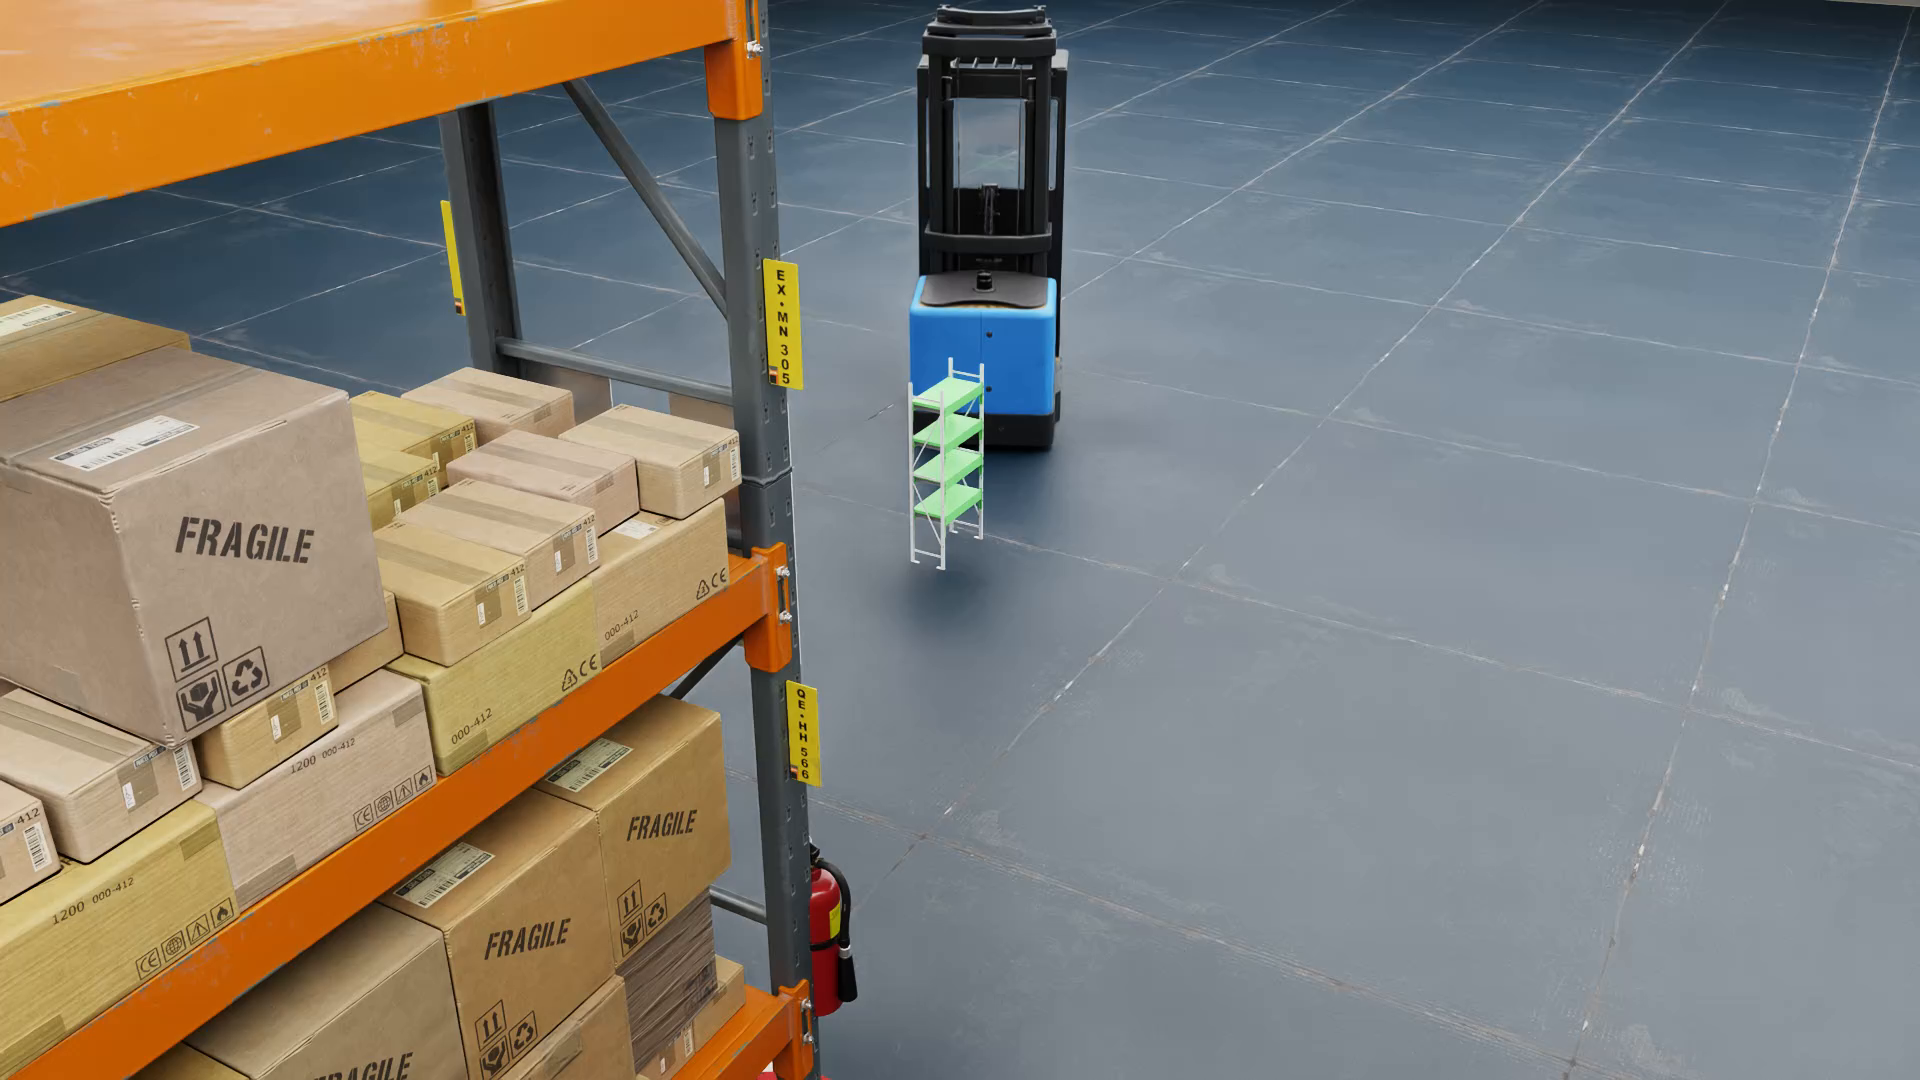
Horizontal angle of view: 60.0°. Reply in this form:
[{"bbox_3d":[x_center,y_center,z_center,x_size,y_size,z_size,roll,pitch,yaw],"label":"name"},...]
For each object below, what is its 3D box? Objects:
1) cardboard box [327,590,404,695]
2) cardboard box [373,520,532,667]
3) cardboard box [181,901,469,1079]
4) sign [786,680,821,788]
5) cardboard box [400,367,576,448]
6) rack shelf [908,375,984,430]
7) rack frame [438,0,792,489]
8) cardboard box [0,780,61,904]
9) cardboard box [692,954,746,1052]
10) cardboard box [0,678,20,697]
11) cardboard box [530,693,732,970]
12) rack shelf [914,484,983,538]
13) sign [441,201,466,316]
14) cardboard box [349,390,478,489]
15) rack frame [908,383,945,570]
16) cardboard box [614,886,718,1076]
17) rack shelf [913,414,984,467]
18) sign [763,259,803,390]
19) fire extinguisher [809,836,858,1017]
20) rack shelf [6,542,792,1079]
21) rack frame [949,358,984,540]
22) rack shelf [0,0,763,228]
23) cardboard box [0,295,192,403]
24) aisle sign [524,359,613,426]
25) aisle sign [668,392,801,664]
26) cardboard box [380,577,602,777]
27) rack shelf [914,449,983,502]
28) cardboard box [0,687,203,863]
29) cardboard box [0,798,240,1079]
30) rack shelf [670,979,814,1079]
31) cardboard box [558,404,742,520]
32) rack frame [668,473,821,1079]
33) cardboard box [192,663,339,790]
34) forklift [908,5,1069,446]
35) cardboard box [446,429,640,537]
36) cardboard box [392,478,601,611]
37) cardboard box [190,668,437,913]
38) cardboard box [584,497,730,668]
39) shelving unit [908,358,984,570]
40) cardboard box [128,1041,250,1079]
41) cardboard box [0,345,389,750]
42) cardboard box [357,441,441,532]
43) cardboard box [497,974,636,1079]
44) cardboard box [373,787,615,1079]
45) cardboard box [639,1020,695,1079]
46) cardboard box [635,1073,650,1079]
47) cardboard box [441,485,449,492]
[{"bbox_3d":[-1.378,0.177,3.416,0.380,0.149,0.250,15,30,27],"label":"cardboard box"},{"bbox_3d":[-1.148,0.108,3.554,0.380,0.149,0.250,14,30,26],"label":"cardboard box"},{"bbox_3d":[-1.456,1.109,3.623,0.500,0.500,0.500,14,30,26],"label":"cardboard box"},{"bbox_3d":[-0.438,0.546,4.663,0.100,0.325,0.005,14,30,26],"label":"sign"},{"bbox_3d":[-1.248,-0.322,4.413,0.380,0.149,0.250,14,30,26],"label":"cardboard box"},{"bbox_3d":[-0.081,-0.844,10.166,0.258,0.148,0.480,14,30,26],"label":"rack shelf"},{"bbox_3d":[-0.911,-1.608,3.909,1.000,3.000,0.127,14,30,26],"label":"rack frame"},{"bbox_3d":[-1.745,0.498,2.776,0.380,0.149,0.250,15,30,27],"label":"cardboard box"},{"bbox_3d":[-0.872,1.343,4.996,0.380,0.149,0.250,14,30,26],"label":"cardboard box"},{"bbox_3d":[-2.000,0.285,3.200,0.380,0.149,0.250,14,30,26],"label":"cardboard box"},{"bbox_3d":[-0.967,0.719,4.403,0.500,0.500,0.500,14,30,26],"label":"cardboard box"},{"bbox_3d":[-0.081,-0.200,10.489,0.258,0.148,0.480,14,30,26],"label":"rack shelf"},{"bbox_3d":[-1.384,-0.777,4.624,0.100,0.325,0.005,14,30,26],"label":"sign"},{"bbox_3d":[-1.460,-0.242,4.253,0.380,0.149,0.250,15,30,27],"label":"cardboard box"},{"bbox_3d":[-0.201,-0.377,10.163,0.240,1.200,0.015,14,30,26],"label":"rack frame"},{"bbox_3d":[-1.206,1.105,4.747,0.875,0.500,0.500,14,30,26],"label":"cardboard box"},{"bbox_3d":[-0.081,-0.629,10.274,0.258,0.148,0.480,14,30,26],"label":"rack shelf"},{"bbox_3d":[-0.438,-0.533,4.123,0.100,0.325,0.005,14,30,26],"label":"sign"},{"bbox_3d":[-0.454,1.166,5.156,0.296,0.674,0.183,14,30,26],"label":"fire extinguisher"},{"bbox_3d":[-1.895,0.834,3.185,1.077,0.370,4.000,14,30,26],"label":"rack shelf"},{"bbox_3d":[0.039,-0.567,10.543,0.240,1.200,0.015,14,30,26],"label":"rack frame"},{"bbox_3d":[-1.895,-0.505,2.514,1.077,0.370,4.000,14,30,26],"label":"rack shelf"},{"bbox_3d":[-1.877,-0.149,3.343,0.500,0.500,0.500,14,30,26],"label":"cardboard box"},{"bbox_3d":[-1.142,-0.178,4.851,0.394,0.787,0.004,14,30,26],"label":"aisle sign"},{"bbox_3d":[-0.619,-0.046,4.587,0.394,0.787,0.004,14,30,26],"label":"aisle sign"},{"bbox_3d":[-1.170,0.239,3.737,0.500,0.250,0.500,14,30,26],"label":"cardboard box"},{"bbox_3d":[-0.081,-0.415,10.381,0.258,0.148,0.480,14,30,26],"label":"rack shelf"},{"bbox_3d":[-1.598,0.401,2.969,0.380,0.149,0.250,13,29,24],"label":"cardboard box"},{"bbox_3d":[-1.673,0.634,2.948,0.500,0.250,0.500,14,30,25],"label":"cardboard box"},{"bbox_3d":[-1.895,2.176,3.856,1.077,0.370,4.000,14,30,26],"label":"rack shelf"},{"bbox_3d":[-0.776,-0.201,4.172,0.380,0.149,0.250,14,30,26],"label":"cardboard box"},{"bbox_3d":[-0.911,1.075,5.252,1.000,3.000,0.127,14,30,26],"label":"rack frame"},{"bbox_3d":[-1.422,0.304,3.162,0.380,0.149,0.250,13,29,24],"label":"cardboard box"},{"bbox_3d":[0.249,-2.606,12.683,1.130,2.935,3.031,2,27,4],"label":"forklift"},{"bbox_3d":[-1.006,-0.125,4.021,0.380,0.149,0.250,13,29,24],"label":"cardboard box"},{"bbox_3d":[-1.045,0.005,3.760,0.380,0.149,0.250,13,29,24],"label":"cardboard box"},{"bbox_3d":[-1.430,0.437,3.342,0.500,0.250,0.500,15,30,27],"label":"cardboard box"},{"bbox_3d":[-0.927,0.044,4.127,0.500,0.250,0.500,15,30,27],"label":"cardboard box"},{"bbox_3d":[-0.081,-0.472,10.353,0.258,1.200,0.503,14,30,26],"label":"shelving unit"},{"bbox_3d":[-1.709,1.302,3.237,0.500,0.500,0.500,14,30,26],"label":"cardboard box"},{"bbox_3d":[-1.453,-0.008,3.062,0.500,0.500,0.500,14,30,26],"label":"cardboard box"},{"bbox_3d":[-1.477,-0.116,4.002,0.380,0.149,0.250,14,30,25],"label":"cardboard box"},{"bbox_3d":[-1.347,1.326,4.305,0.875,0.500,0.500,14,30,26],"label":"cardboard box"},{"bbox_3d":[-1.208,0.915,4.011,0.500,0.500,0.500,14,30,26],"label":"cardboard box"},{"bbox_3d":[-0.995,1.441,4.802,0.380,0.149,0.250,14,30,26],"label":"cardboard box"},{"bbox_3d":[-1.073,1.550,4.584,0.380,0.149,0.250,14,30,26],"label":"cardboard box"},{"bbox_3d":[-1.373,-0.069,4.353,0.500,0.250,0.500,15,30,28],"label":"cardboard box"}]
